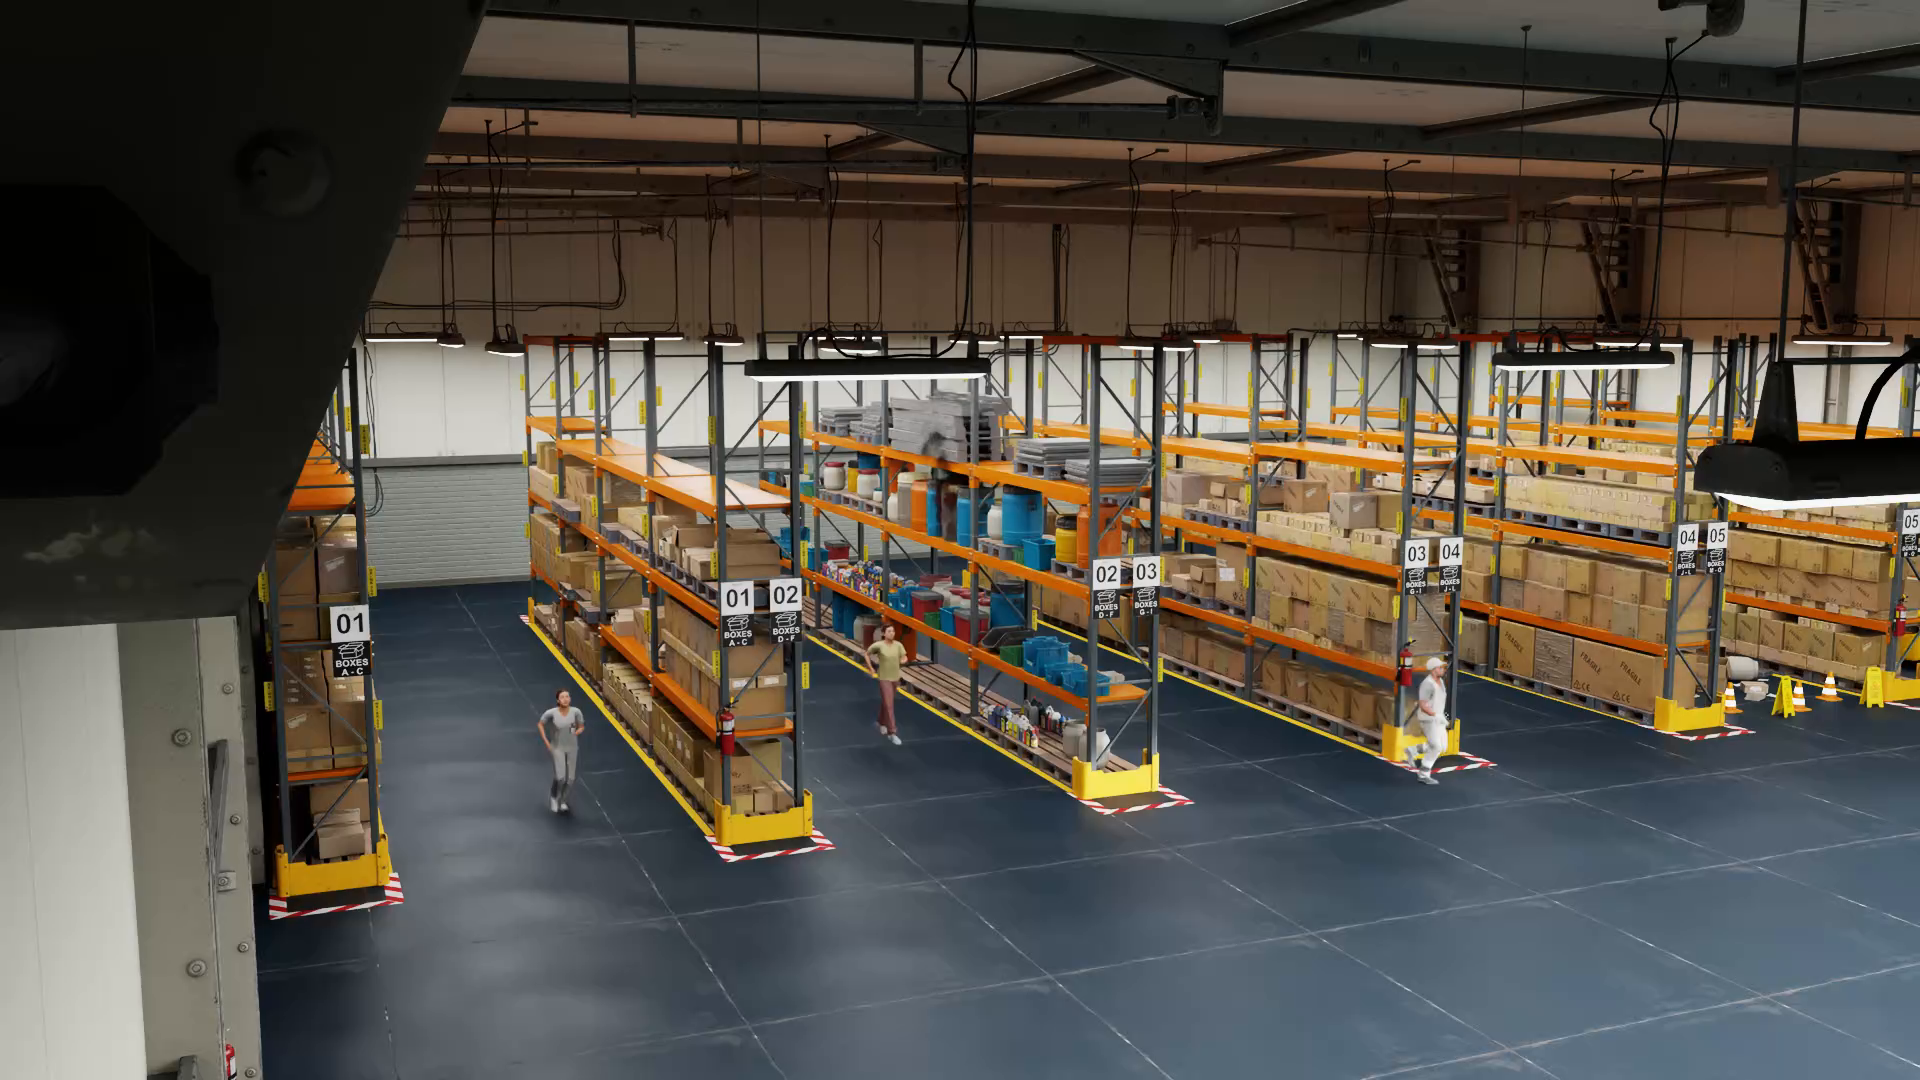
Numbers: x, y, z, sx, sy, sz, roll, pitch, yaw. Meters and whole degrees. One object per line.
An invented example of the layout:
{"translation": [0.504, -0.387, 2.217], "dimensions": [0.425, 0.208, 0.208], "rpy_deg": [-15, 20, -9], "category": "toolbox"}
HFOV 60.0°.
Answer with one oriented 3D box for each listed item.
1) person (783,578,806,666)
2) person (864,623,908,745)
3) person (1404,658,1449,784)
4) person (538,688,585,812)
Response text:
{"translation": [-3.043, 1.477, 30.194], "dimensions": [0.647, 1.684, 0.602], "rpy_deg": [-5, 9, -31], "category": "person"}
{"translation": [-1.019, 2.035, 23.994], "dimensions": [0.564, 1.691, 0.865], "rpy_deg": [-5, 9, -33], "category": "person"}
{"translation": [6.432, 2.457, 22.749], "dimensions": [0.643, 1.745, 0.685], "rpy_deg": [5, 9, 35], "category": "person"}
{"translation": [-5.065, 2.696, 21.277], "dimensions": [0.564, 1.629, 0.628], "rpy_deg": [-4, 9, -27], "category": "person"}
